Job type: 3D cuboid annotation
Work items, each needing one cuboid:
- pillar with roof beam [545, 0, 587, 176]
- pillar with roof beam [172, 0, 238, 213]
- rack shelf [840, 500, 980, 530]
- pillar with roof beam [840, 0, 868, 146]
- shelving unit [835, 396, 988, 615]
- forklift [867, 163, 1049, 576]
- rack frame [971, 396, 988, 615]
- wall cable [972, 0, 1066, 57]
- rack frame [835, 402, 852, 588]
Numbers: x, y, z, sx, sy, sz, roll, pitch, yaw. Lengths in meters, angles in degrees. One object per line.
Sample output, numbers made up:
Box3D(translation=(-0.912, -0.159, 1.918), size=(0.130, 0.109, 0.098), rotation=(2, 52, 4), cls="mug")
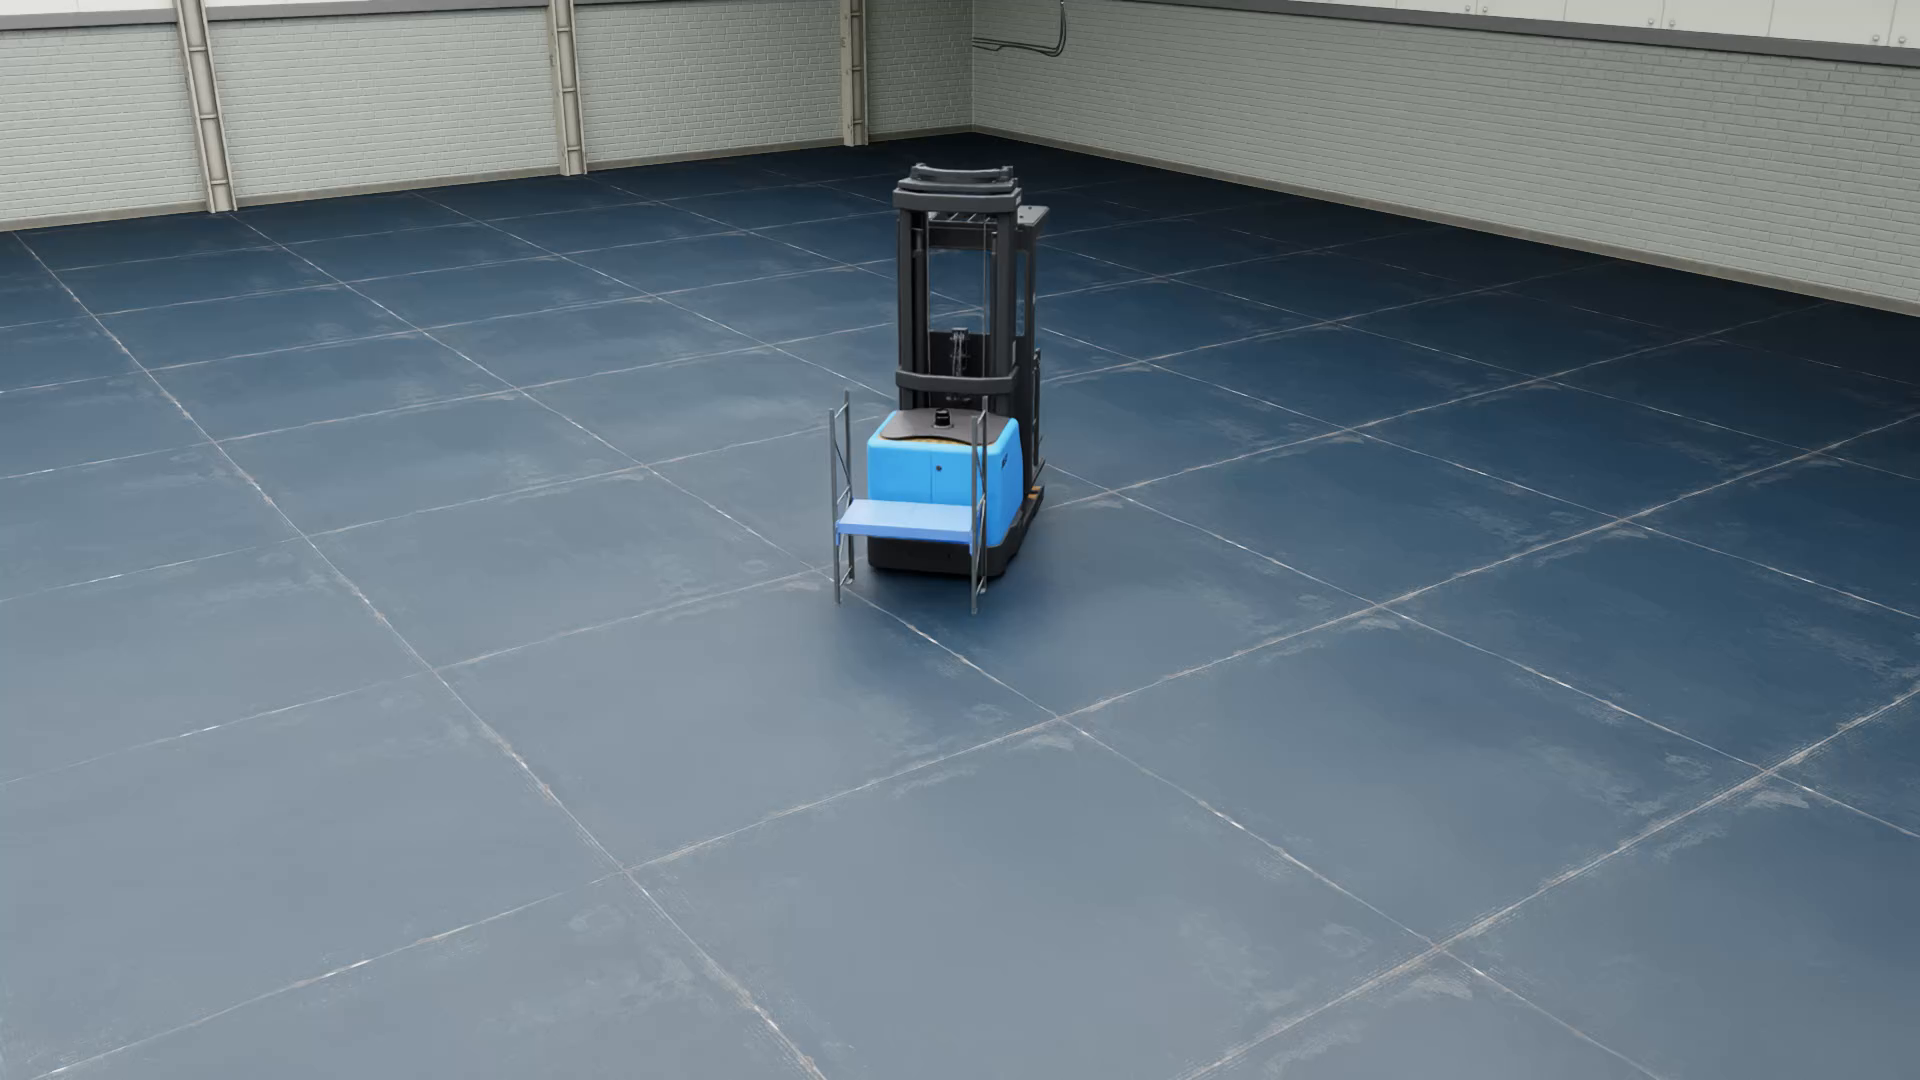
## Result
Box3D(translation=(-4.432, -9.466, 24.977), size=(0.400, 9.000, 9.100), rotation=(-15, 26, -33), cls="pillar with roof beam")
Box3D(translation=(-9.303, -8.168, 21.723), size=(0.400, 9.000, 9.100), rotation=(-15, 26, -33), cls="pillar with roof beam")
Box3D(translation=(-0.360, -0.171, 12.107), size=(0.952, 0.026, 0.459), rotation=(4, 22, 9), cls="rack shelf")
Box3D(translation=(0.438, -10.765, 28.232), size=(0.400, 9.000, 9.100), rotation=(-15, 26, -33), cls="pillar with roof beam")
Box3D(translation=(-0.355, -0.276, 12.064), size=(1.039, 1.500, 0.500), rotation=(4, 22, 9), cls="shelving unit")
Box3D(translation=(0.100, -1.602, 13.456), size=(1.130, 2.935, 3.031), rotation=(5, 22, 11), cls="forklift")
Box3D(translation=(0.141, -0.243, 11.982), size=(0.032, 1.500, 0.500), rotation=(4, 22, 9), cls="rack frame")
Box3D(translation=(1.088, -10.858, 32.654), size=(0.112, 2.526, 3.097), rotation=(-15, 26, -33), cls="wall cable")
Box3D(translation=(-0.860, -0.310, 12.150), size=(0.013, 1.308, 0.475), rotation=(4, 22, 9), cls="rack frame")
